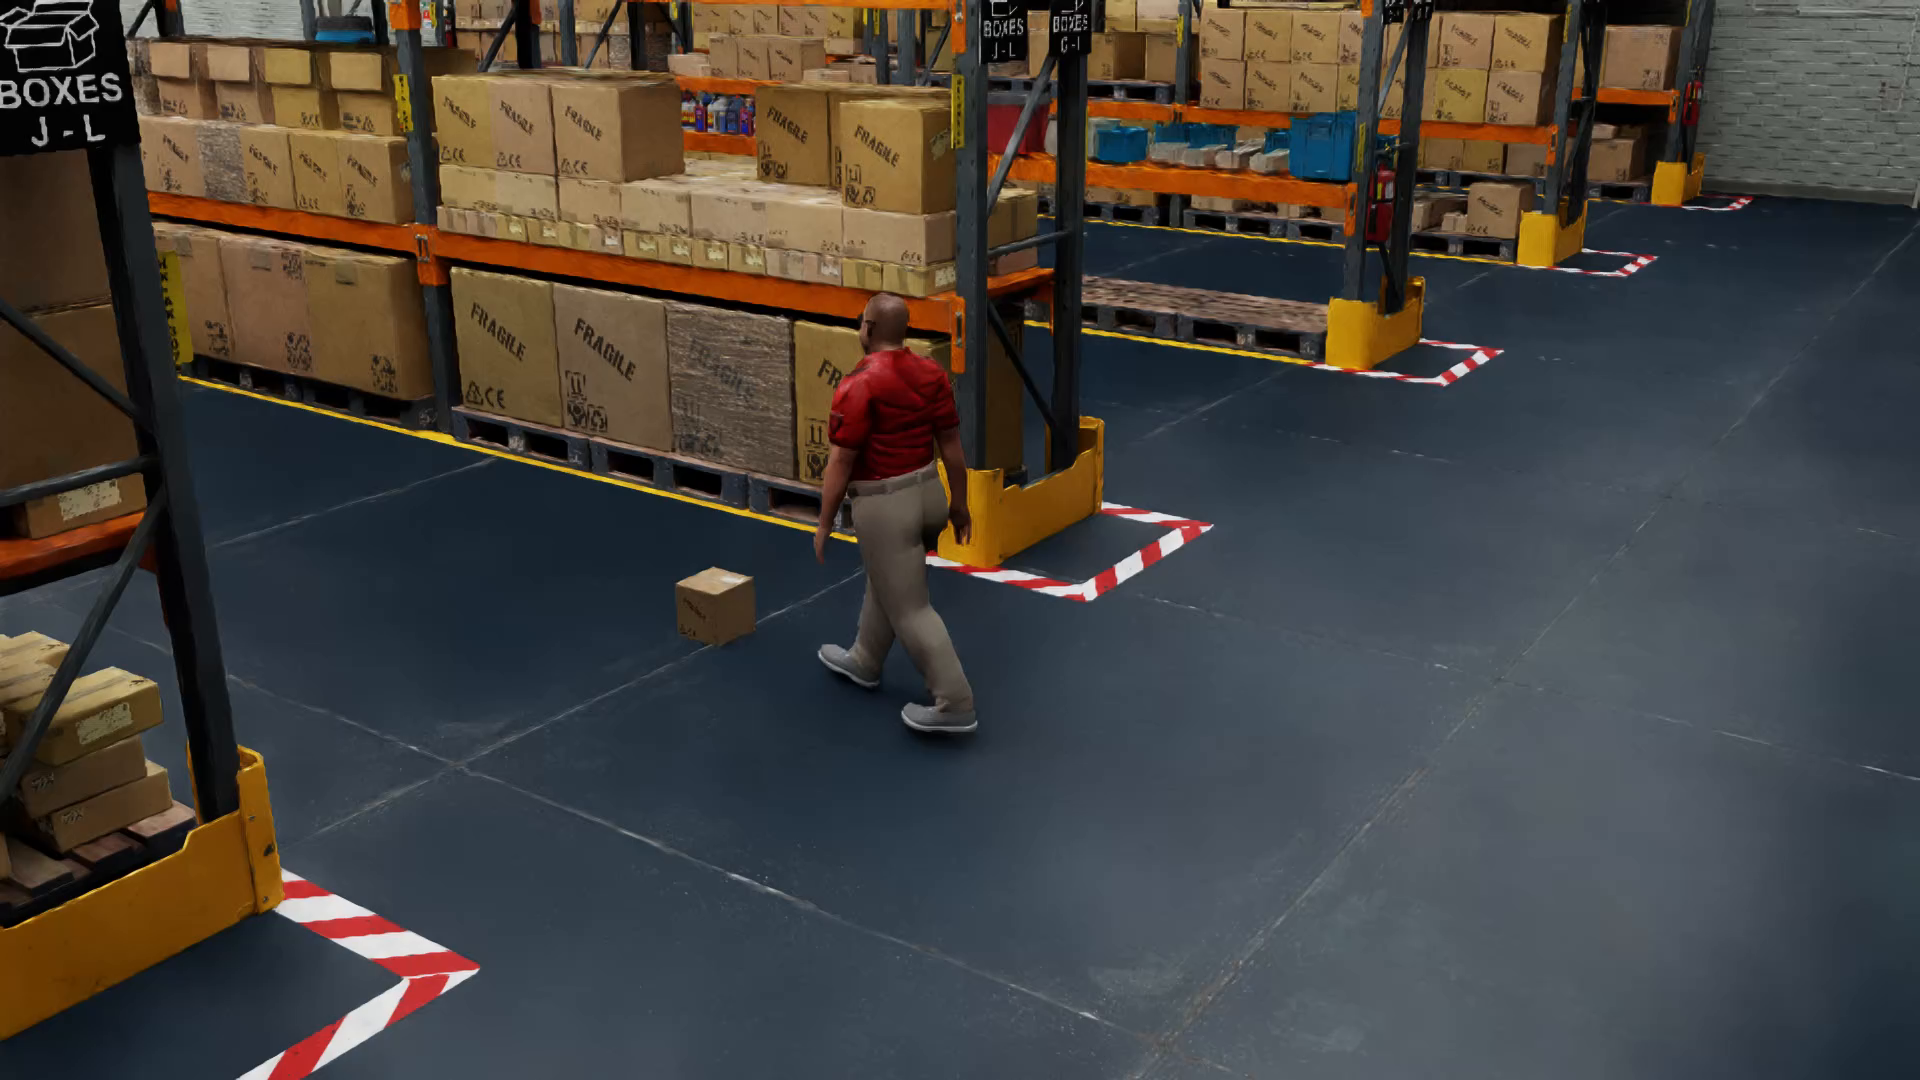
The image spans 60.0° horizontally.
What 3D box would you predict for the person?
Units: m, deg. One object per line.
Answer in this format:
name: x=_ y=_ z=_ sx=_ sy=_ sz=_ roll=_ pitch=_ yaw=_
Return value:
person: x=-0.300 y=-0.118 z=6.447 sx=0.963 sy=1.686 sz=0.605 roll=16 pitch=25 yaw=38
